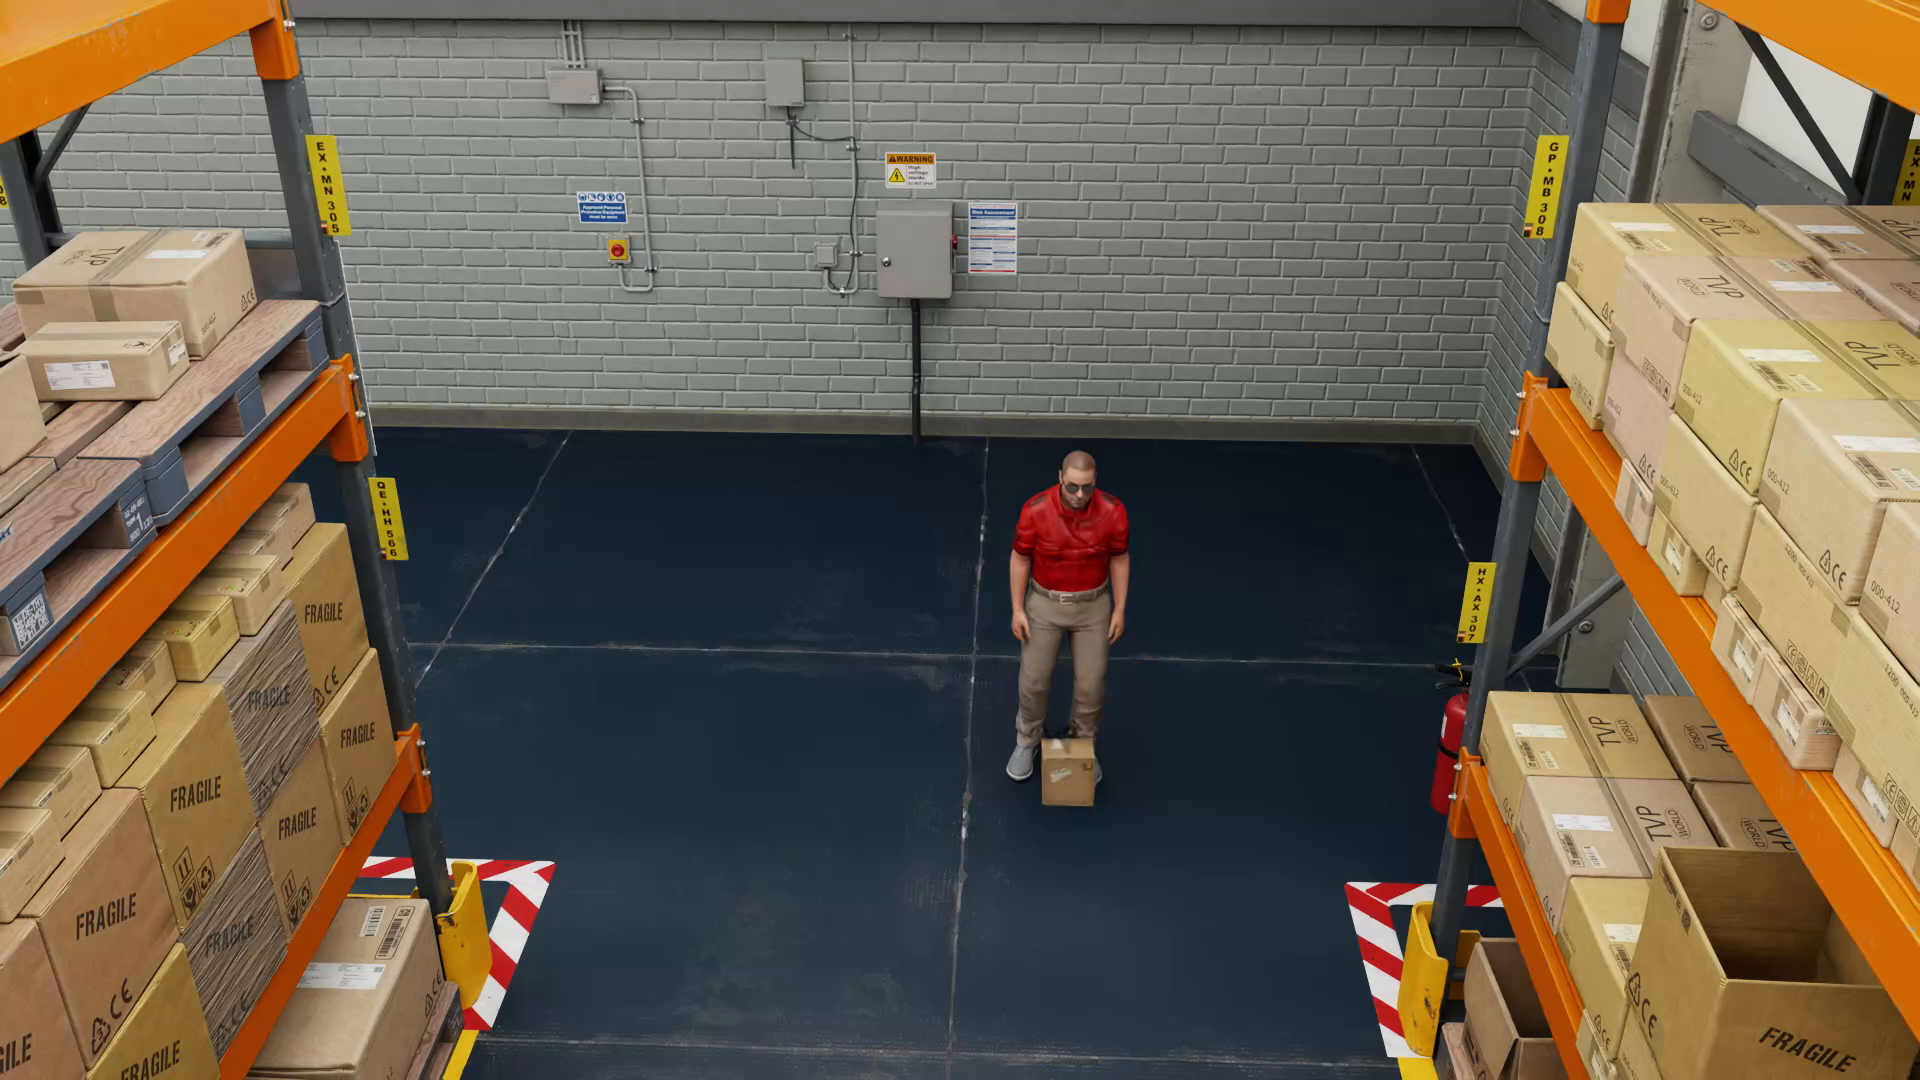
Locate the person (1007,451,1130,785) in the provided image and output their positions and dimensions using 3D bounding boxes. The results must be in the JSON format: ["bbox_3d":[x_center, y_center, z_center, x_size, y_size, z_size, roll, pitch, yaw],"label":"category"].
[{"bbox_3d":[0.520,0.356,7.960,0.576,1.727,0.433,0,28,0],"label":"person"}]
